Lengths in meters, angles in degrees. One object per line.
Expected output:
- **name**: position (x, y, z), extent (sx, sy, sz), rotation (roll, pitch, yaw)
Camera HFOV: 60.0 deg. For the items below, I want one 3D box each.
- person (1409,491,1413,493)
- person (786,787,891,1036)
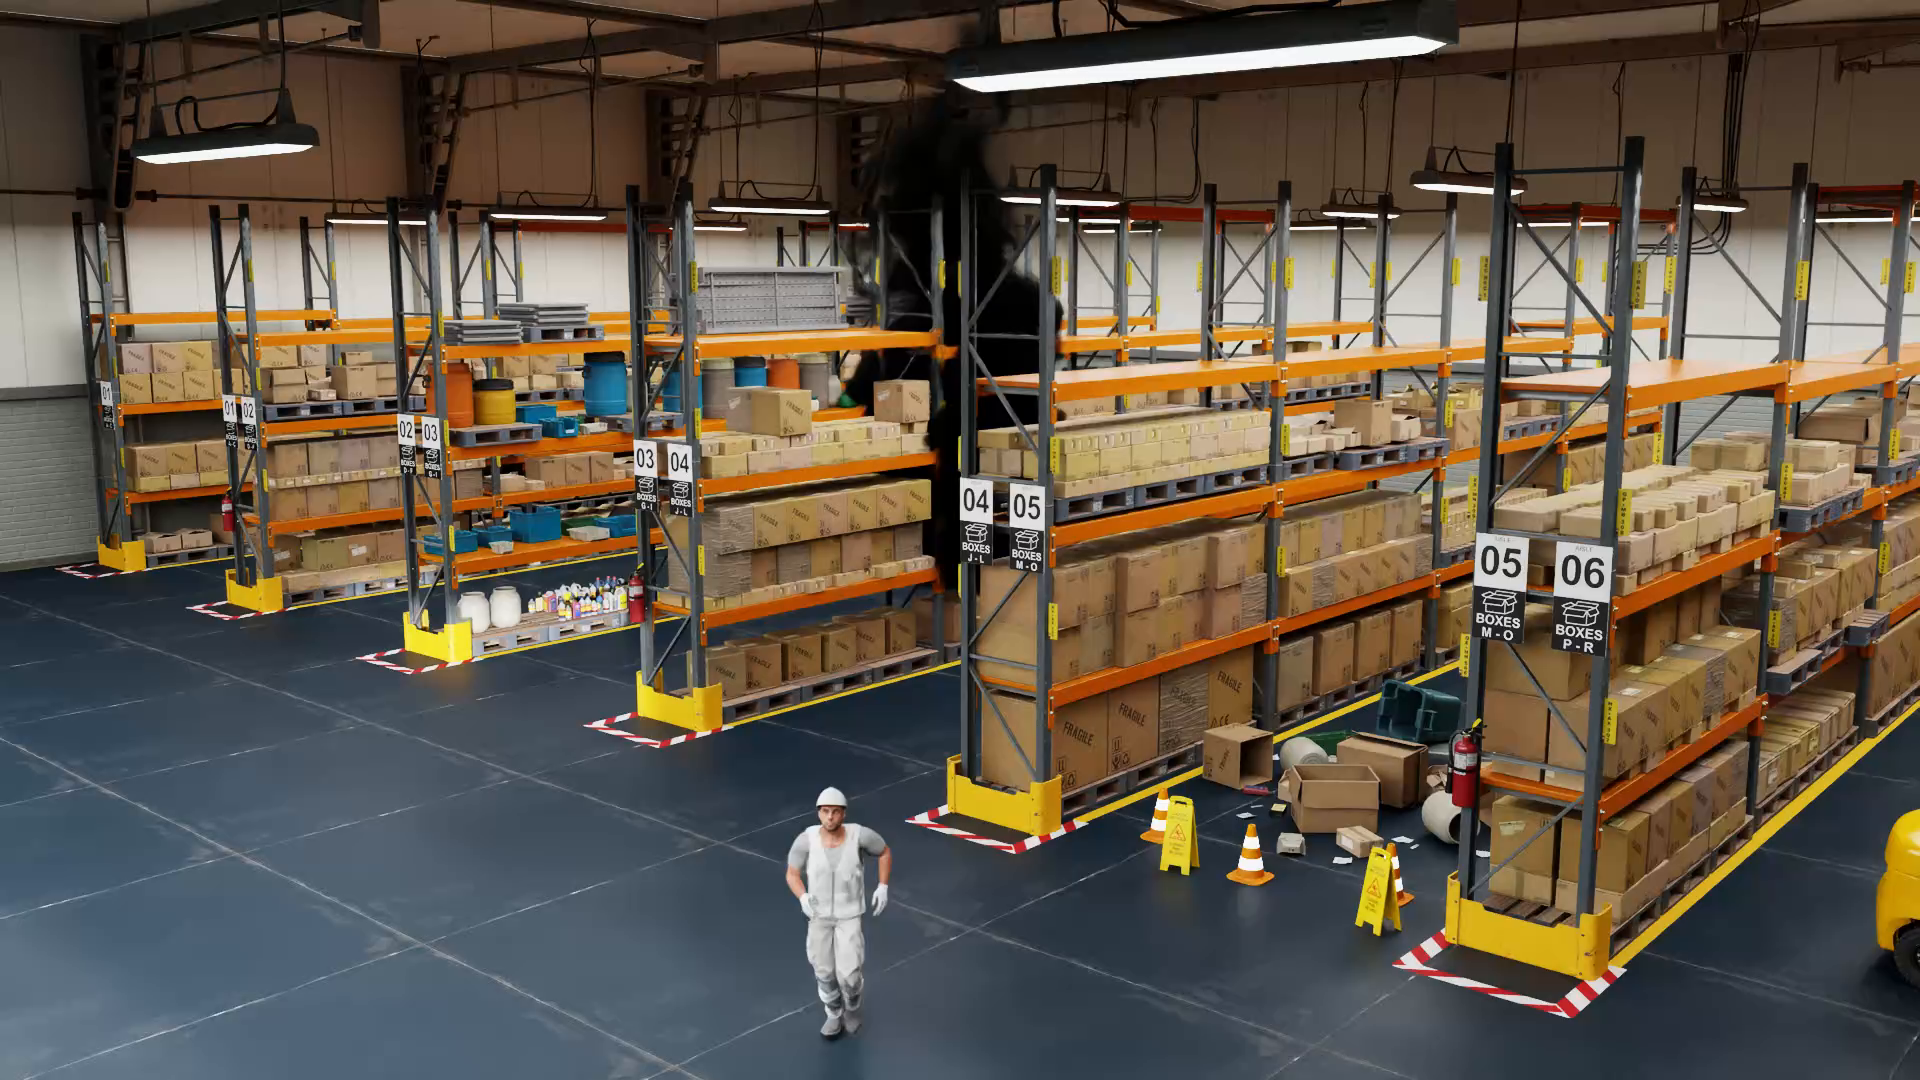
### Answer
- **person**: position (6.942, 0.109, 25.405), extent (0.702, 1.762, 1.110), rotation (7, 12, 36)
- **person**: position (-0.808, 2.492, 10.986), extent (0.688, 1.749, 0.629), rotation (0, 9, 1)
